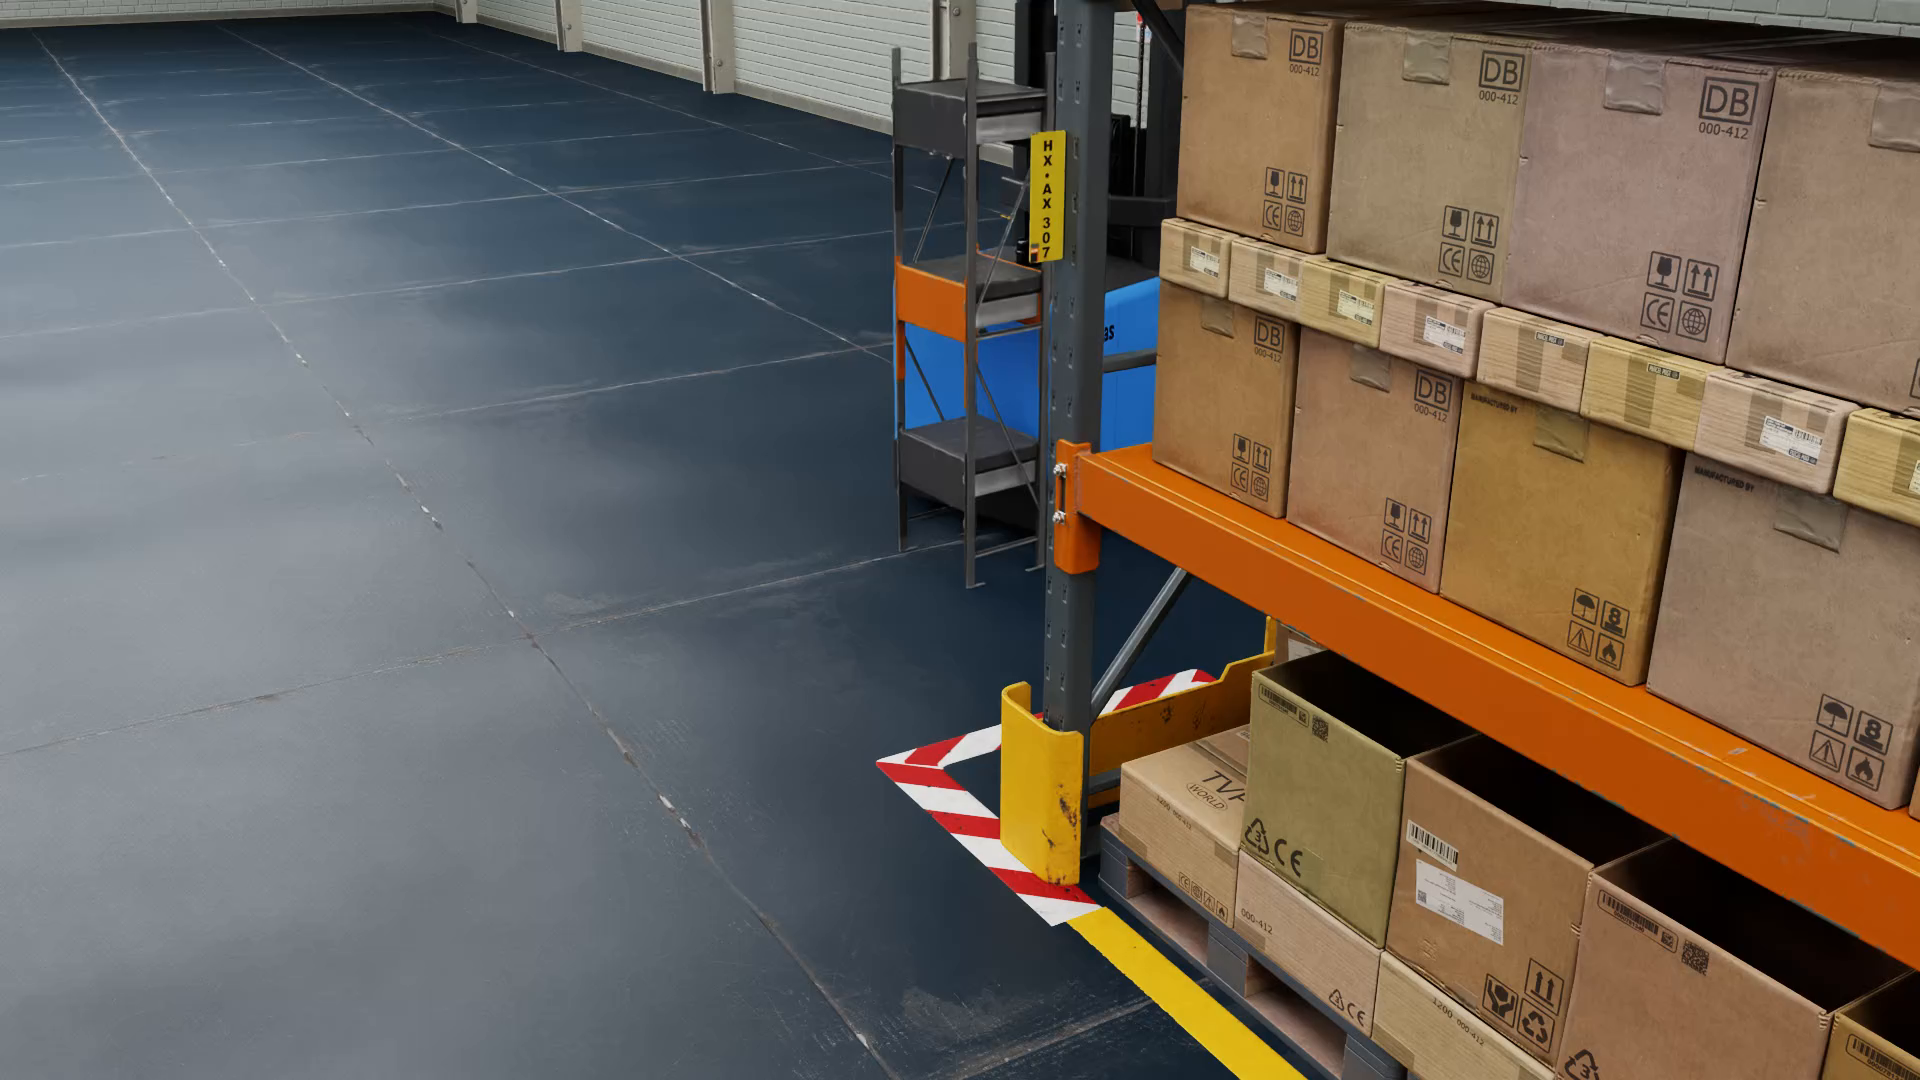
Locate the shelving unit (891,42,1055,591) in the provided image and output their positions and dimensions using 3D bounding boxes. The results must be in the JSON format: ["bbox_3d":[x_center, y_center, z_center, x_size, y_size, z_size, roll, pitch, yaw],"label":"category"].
[{"bbox_3d":[0.046,-0.886,6.702,0.431,2.100,0.503,-15,27,-33],"label":"shelving unit"}]

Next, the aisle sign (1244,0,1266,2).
[{"bbox_3d":[0.920,-1.816,4.343,0.394,0.787,0.004,-13,25,-28],"label":"aisle sign"}]

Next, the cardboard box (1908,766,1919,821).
[{"bbox_3d":[1.984,0.240,2.605,0.700,0.500,0.500,-12,25,-27],"label":"cardboard box"}]

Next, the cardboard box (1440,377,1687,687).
[{"bbox_3d":[1.449,-0.095,3.430,0.700,0.500,0.500,-12,25,-28],"label":"cardboard box"}]

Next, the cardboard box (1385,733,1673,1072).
[{"bbox_3d":[1.307,0.735,3.616,0.500,0.500,0.500,-13,25,-28],"label":"cardboard box"}]

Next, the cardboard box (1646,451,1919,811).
[{"bbox_3d":[1.721,0.074,3.012,0.700,0.500,0.500,-12,25,-27],"label":"cardboard box"}]

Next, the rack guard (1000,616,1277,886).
[{"bbox_3d":[0.689,0.617,5.131,1.175,0.500,0.348,-13,25,-28],"label":"rack guard"}]

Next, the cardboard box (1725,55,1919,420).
[{"bbox_3d":[1.743,-0.516,2.741,0.700,0.500,0.500,-13,25,-28],"label":"cardboard box"}]

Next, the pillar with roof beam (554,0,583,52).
[{"bbox_3d":[-9.902,-11.148,22.787,9.100,9.000,0.400,-13,25,-28],"label":"pillar with roof beam"}]

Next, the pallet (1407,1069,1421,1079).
[{"bbox_3d":[1.747,1.392,3.606,1.003,0.211,1.213,-13,25,-28],"label":"pallet"}]

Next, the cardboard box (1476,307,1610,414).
[{"bbox_3d":[1.245,-0.378,3.264,0.380,0.149,0.250,-14,26,-30],"label":"cardboard box"}]

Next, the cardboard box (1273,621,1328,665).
[{"bbox_3d":[1.231,0.315,4.652,0.500,0.500,0.500,-13,25,-28],"label":"cardboard box"}]

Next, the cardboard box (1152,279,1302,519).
[{"bbox_3d":[0.928,-0.426,4.244,0.700,0.500,0.500,-13,25,-28],"label":"cardboard box"}]

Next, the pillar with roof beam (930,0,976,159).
[{"bbox_3d":[-3.772,-7.263,13.230,9.100,9.000,0.400,-13,25,-28],"label":"pillar with roof beam"}]

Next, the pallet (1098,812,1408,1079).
[{"bbox_3d":[1.127,0.998,4.577,1.003,0.211,1.213,-13,25,-28],"label":"pallet"}]

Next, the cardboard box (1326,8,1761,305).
[{"bbox_3d":[1.229,-0.841,3.541,0.700,0.500,0.500,-13,26,-30],"label":"cardboard box"}]

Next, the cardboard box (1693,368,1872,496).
[{"bbox_3d":[1.501,-0.214,2.861,0.380,0.149,0.250,-12,25,-28],"label":"cardboard box"}]

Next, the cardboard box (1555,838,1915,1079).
[{"bbox_3d":[1.547,0.901,3.210,0.500,0.500,0.500,-13,25,-28],"label":"cardboard box"}]

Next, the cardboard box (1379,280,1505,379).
[{"bbox_3d":[1.107,-0.464,3.475,0.380,0.149,0.250,-13,26,-29],"label":"cardboard box"}]

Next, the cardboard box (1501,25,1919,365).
[{"bbox_3d":[1.487,-0.678,3.140,0.700,0.500,0.500,-12,25,-28],"label":"cardboard box"}]

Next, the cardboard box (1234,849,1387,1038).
[{"bbox_3d":[1.042,0.923,4.151,0.500,0.250,0.500,-13,25,-28],"label":"cardboard box"}]

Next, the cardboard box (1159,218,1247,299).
[{"bbox_3d":[0.716,-0.712,4.085,0.380,0.149,0.250,-13,25,-29],"label":"cardboard box"}]

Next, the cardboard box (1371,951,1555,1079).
[{"bbox_3d":[1.297,1.085,3.752,0.500,0.250,0.500,-13,25,-28],"label":"cardboard box"}]

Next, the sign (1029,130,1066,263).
[{"bbox_3d":[0.221,-0.867,4.205,0.100,0.325,0.005,-13,25,-28],"label":"sign"}]

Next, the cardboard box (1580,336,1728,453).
[{"bbox_3d":[1.376,-0.296,3.061,0.380,0.149,0.250,-13,25,-29],"label":"cardboard box"}]

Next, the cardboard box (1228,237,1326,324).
[{"bbox_3d":[0.853,-0.627,3.876,0.380,0.149,0.250,-13,26,-30],"label":"cardboard box"}]

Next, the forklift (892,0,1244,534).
[{"bbox_3d":[1.011,-1.856,7.984,1.130,2.935,3.031,17,28,36],"label":"forklift"}]

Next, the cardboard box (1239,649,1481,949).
[{"bbox_3d":[1.041,0.576,4.009,0.500,0.500,0.500,-13,25,-28],"label":"cardboard box"}]

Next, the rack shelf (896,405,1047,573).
[{"bbox_3d":[0.046,-0.225,6.971,0.431,0.518,0.480,-15,27,-33],"label":"rack shelf"}]

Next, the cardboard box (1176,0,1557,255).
[{"bbox_3d":[0.955,-1.010,3.958,0.700,0.500,0.500,-13,25,-28],"label":"cardboard box"}]

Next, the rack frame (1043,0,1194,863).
[{"bbox_3d":[0.701,-0.534,4.641,1.000,3.000,0.127,-13,25,-28],"label":"rack frame"}]

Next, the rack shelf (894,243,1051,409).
[{"bbox_3d":[0.046,-0.873,6.707,0.431,0.518,0.480,-15,27,-33],"label":"rack shelf"}]

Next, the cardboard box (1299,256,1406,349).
[{"bbox_3d":[0.980,-0.546,3.677,0.380,0.149,0.250,-12,25,-28],"label":"cardboard box"}]

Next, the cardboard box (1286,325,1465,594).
[{"bbox_3d":[1.201,-0.257,3.828,0.700,0.500,0.500,-12,25,-27],"label":"cardboard box"}]

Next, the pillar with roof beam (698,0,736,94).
[{"bbox_3d":[-6.837,-9.205,18.008,9.100,9.000,0.400,-13,25,-28],"label":"pillar with roof beam"}]

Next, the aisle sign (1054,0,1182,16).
[{"bbox_3d":[0.404,-1.700,4.059,0.394,0.787,0.004,-13,25,-28],"label":"aisle sign"}]

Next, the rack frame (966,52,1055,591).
[{"bbox_3d":[0.190,-0.811,6.519,0.400,2.100,0.015,-15,27,-33],"label":"rack frame"}]

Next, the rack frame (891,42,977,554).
[{"bbox_3d":[-0.098,-0.960,6.884,0.400,2.100,0.015,-15,27,-33],"label":"rack frame"}]

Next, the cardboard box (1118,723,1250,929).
[{"bbox_3d":[0.783,0.762,4.547,0.500,0.250,0.500,-13,25,-28],"label":"cardboard box"}]

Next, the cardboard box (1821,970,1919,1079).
[{"bbox_3d":[1.815,1.060,2.819,0.500,0.500,0.500,-13,25,-28],"label":"cardboard box"}]

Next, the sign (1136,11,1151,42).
[{"bbox_3d":[1.571,-4.392,14.087,0.001,0.329,0.234,-13,25,-28],"label":"sign"}]

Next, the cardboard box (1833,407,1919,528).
[{"bbox_3d":[1.635,-0.129,2.651,0.380,0.149,0.250,-12,25,-27],"label":"cardboard box"}]

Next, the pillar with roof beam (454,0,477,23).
[{"bbox_3d":[-12.967,-13.090,27.565,9.100,9.000,0.400,-13,25,-28],"label":"pillar with roof beam"}]

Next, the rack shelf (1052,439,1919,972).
[{"bbox_3d":[1.722,0.447,3.183,1.077,0.370,4.000,-13,25,-28],"label":"rack shelf"}]

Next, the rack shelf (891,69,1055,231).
[{"bbox_3d":[0.046,-1.521,6.443,0.431,0.518,0.480,-15,27,-33],"label":"rack shelf"}]
